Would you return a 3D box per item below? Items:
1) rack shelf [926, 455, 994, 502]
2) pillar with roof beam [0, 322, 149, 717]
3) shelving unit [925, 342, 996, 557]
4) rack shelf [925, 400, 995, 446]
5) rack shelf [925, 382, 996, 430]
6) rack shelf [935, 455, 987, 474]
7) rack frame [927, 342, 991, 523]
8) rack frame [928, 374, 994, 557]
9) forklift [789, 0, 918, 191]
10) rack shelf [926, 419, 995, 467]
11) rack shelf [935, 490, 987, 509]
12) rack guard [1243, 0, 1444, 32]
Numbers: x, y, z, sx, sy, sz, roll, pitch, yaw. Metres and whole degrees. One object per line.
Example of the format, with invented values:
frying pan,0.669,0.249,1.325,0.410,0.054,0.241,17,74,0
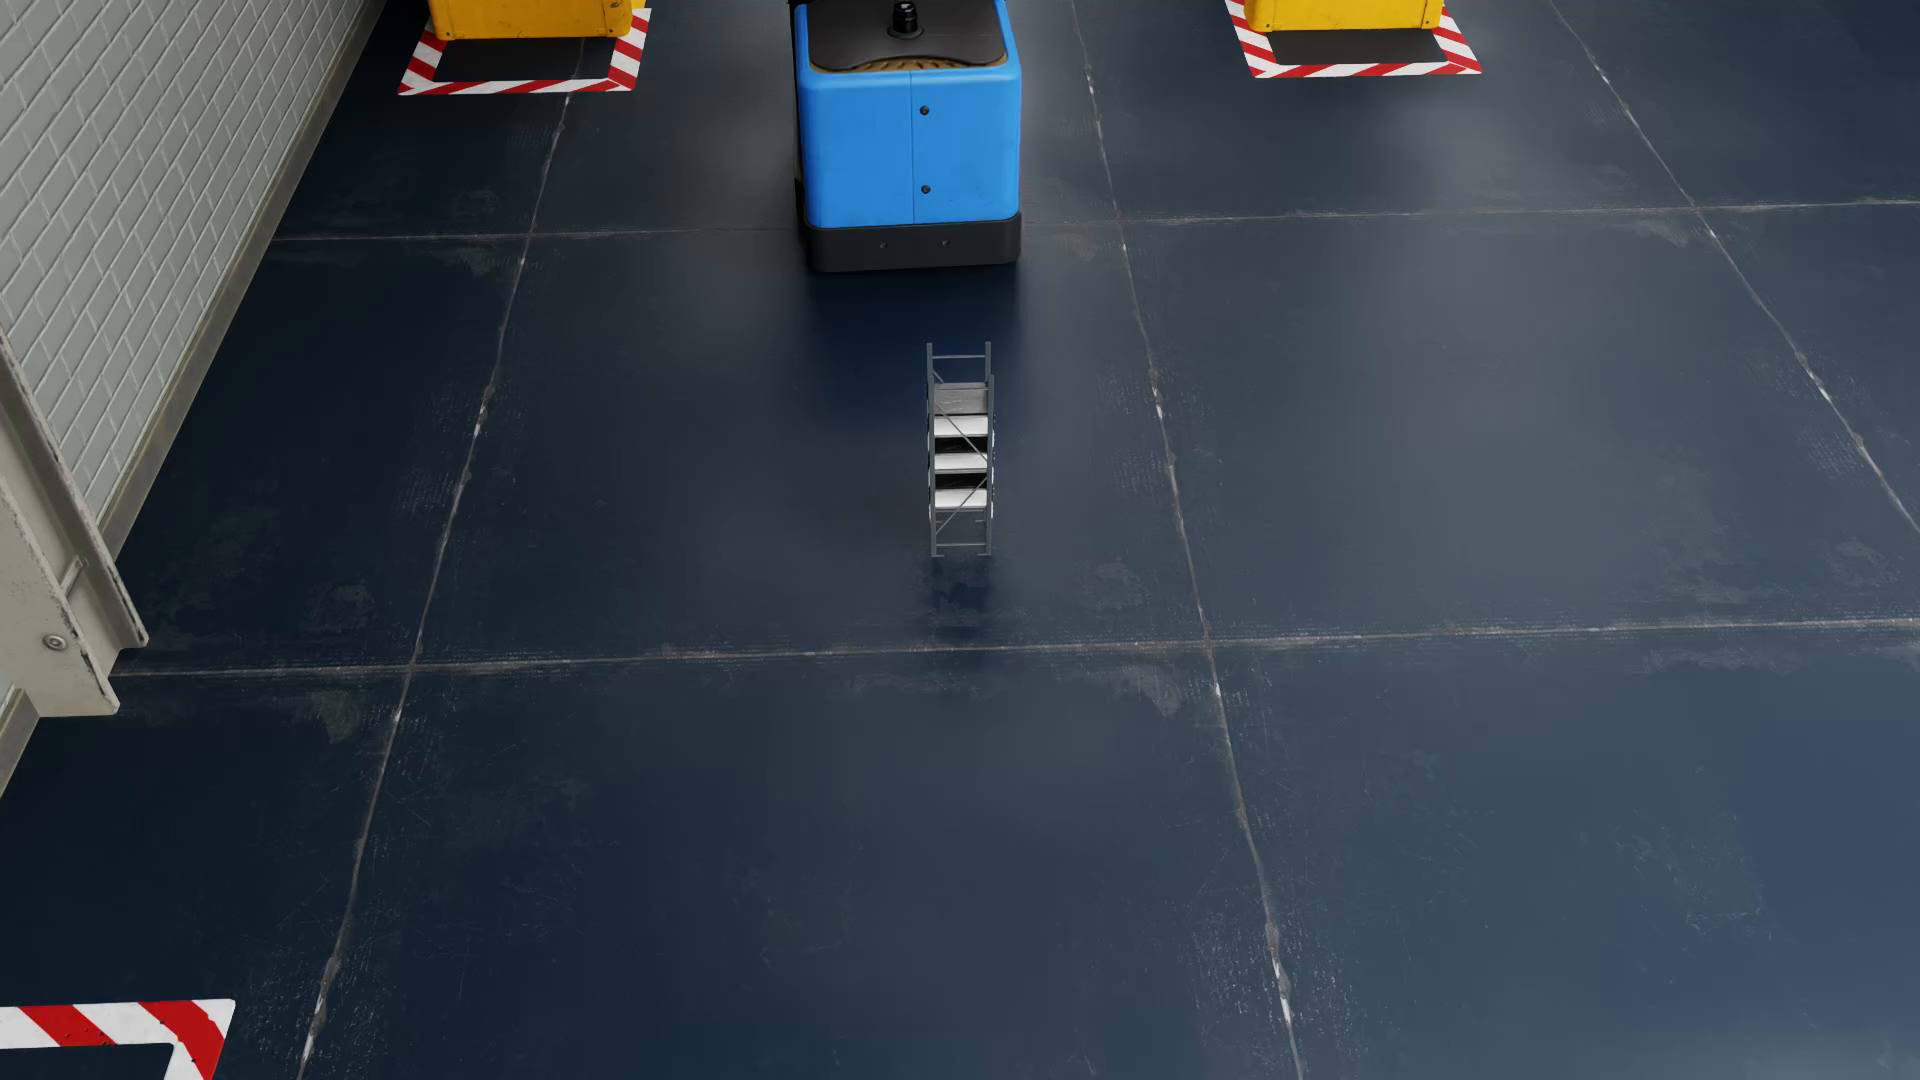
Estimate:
rack shelf,0.000,-0.246,6.535,0.258,0.077,0.200,-2,43,-2
pillar with roof beam,1.063,-2.935,3.292,9.100,9.000,0.400,-2,43,-2
shelving unit,0.000,-0.337,6.452,0.258,0.900,0.210,-2,43,-2
rack shelf,0.000,-0.445,6.353,0.258,0.077,0.200,-2,43,-2
rack shelf,0.000,-0.512,6.292,0.258,0.077,0.200,-2,43,-2
rack shelf,0.000,-0.328,6.461,0.221,0.026,0.190,-2,43,-2
rack frame,-0.005,-0.406,6.527,0.240,0.900,0.006,-2,43,-2
rack frame,0.004,-0.269,6.377,0.240,0.900,0.006,-2,43,-2
forklift,-0.342,-3.370,8.257,1.110,2.935,3.031,-3,43,-4
rack shelf,0.000,-0.379,6.414,0.258,0.077,0.200,-2,43,-2
rack shelf,0.000,-0.195,6.582,0.221,0.026,0.190,-2,43,-2
rack guard,2.351,-3.410,10.100,1.175,0.500,0.348,-2,43,-2
